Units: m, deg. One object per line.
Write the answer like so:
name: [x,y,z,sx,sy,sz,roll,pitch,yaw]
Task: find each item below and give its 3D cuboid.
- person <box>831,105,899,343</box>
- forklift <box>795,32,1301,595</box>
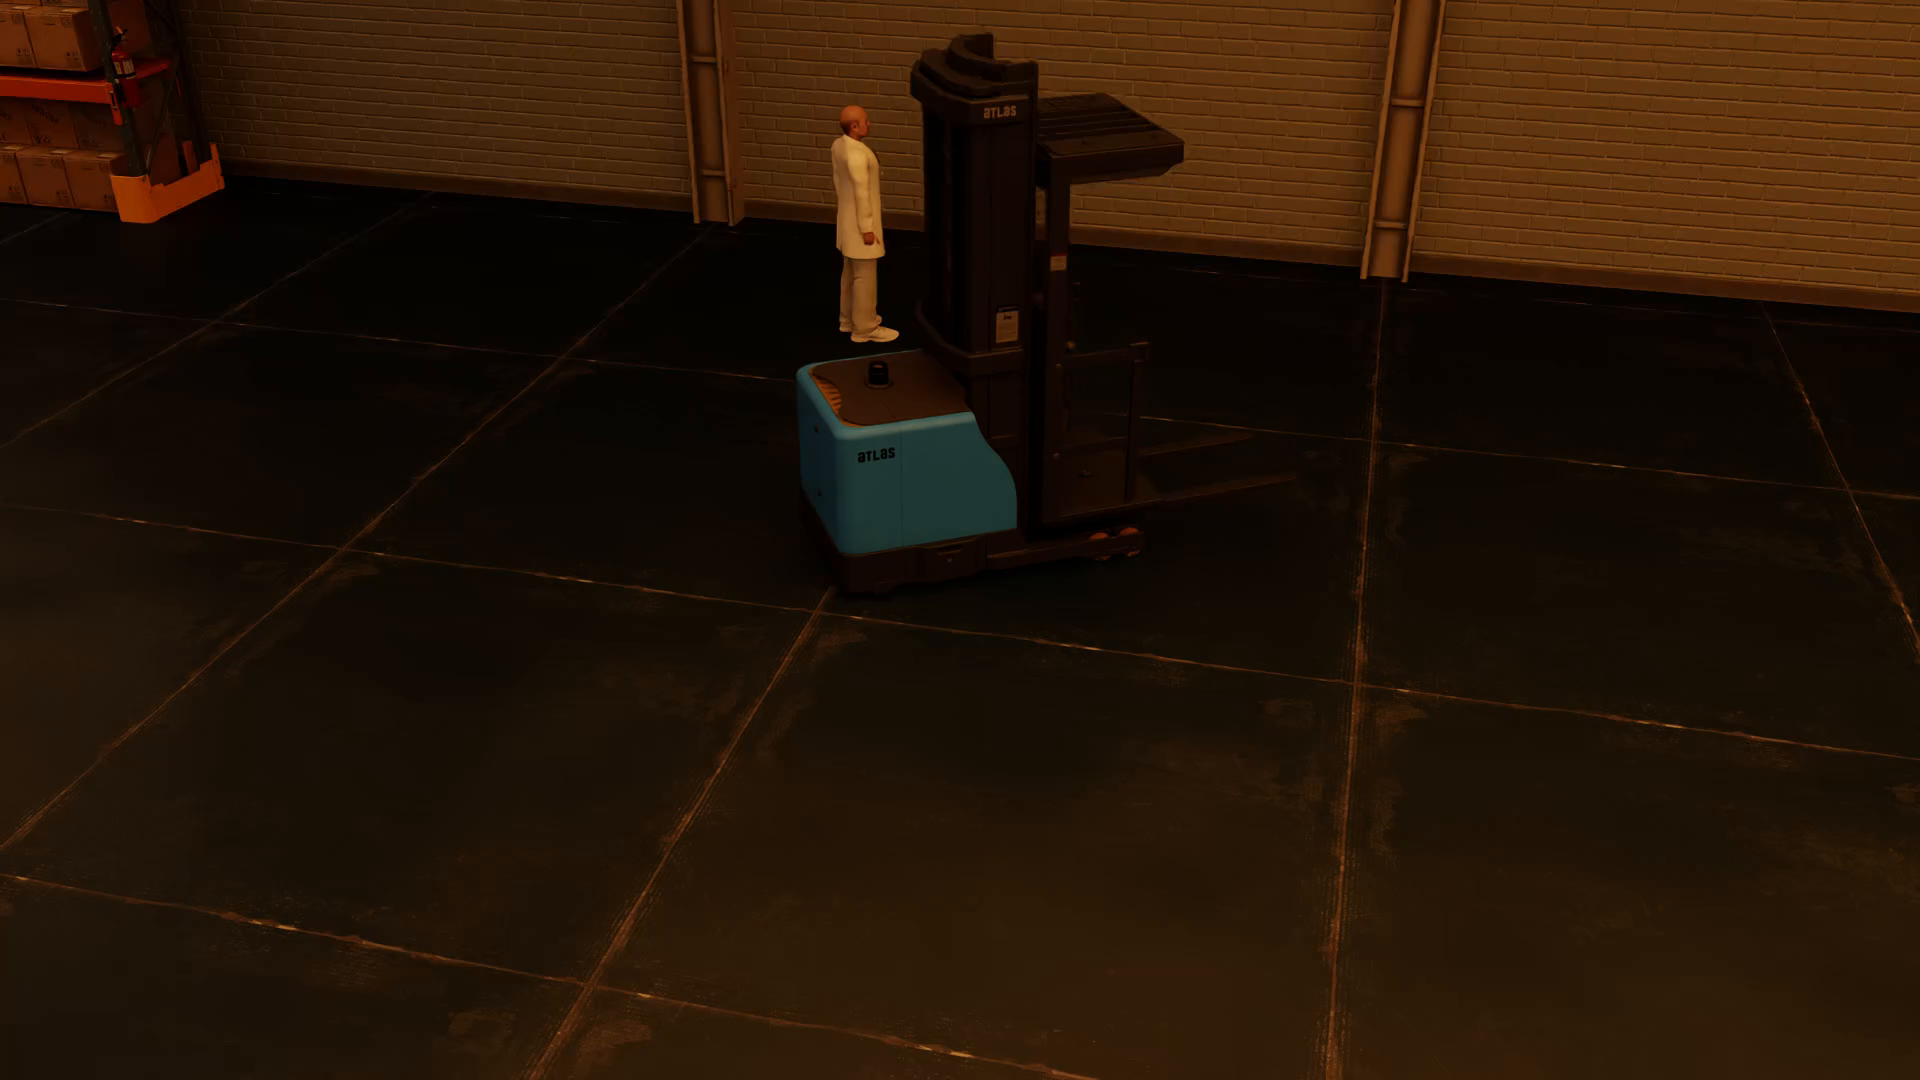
person: [-0.732,-2.400,12.571,0.382,1.783,0.552,-12,32,-19]
forklift: [0.591,-1.386,9.617,3.031,2.935,1.130,-10,31,-17]
